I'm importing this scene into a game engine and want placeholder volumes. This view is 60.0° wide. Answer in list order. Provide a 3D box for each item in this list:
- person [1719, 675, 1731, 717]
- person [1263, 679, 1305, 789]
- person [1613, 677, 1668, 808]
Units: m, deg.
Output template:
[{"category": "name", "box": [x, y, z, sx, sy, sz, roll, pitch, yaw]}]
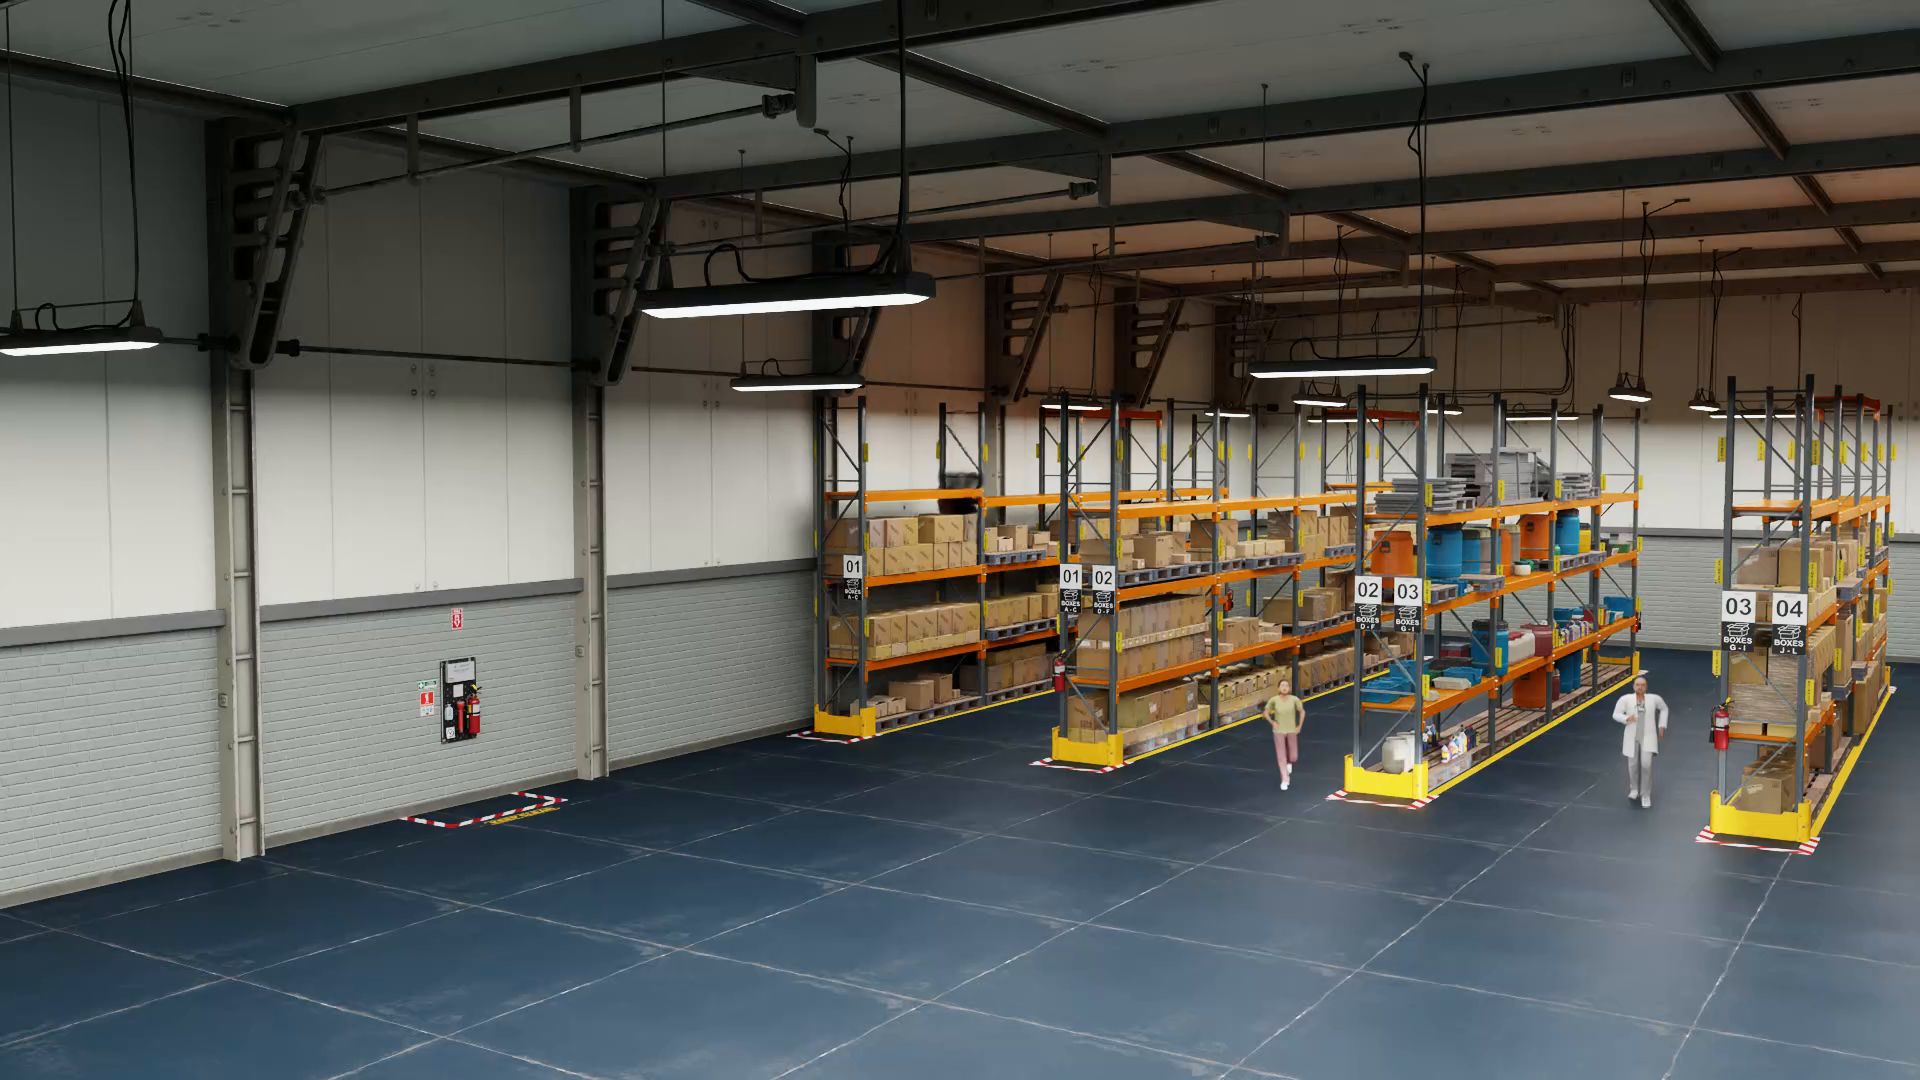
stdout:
[{"category": "person", "box": [14.704, 2.573, 31.669, 0.536, 1.563, 0.576, 2, 3, 31]}, {"category": "person", "box": [4.863, 2.897, 24.945, 0.613, 1.609, 0.567, 0, 3, 4]}, {"category": "person", "box": [9.673, 2.876, 23.682, 0.708, 1.857, 0.839, 1, 3, 26]}]
